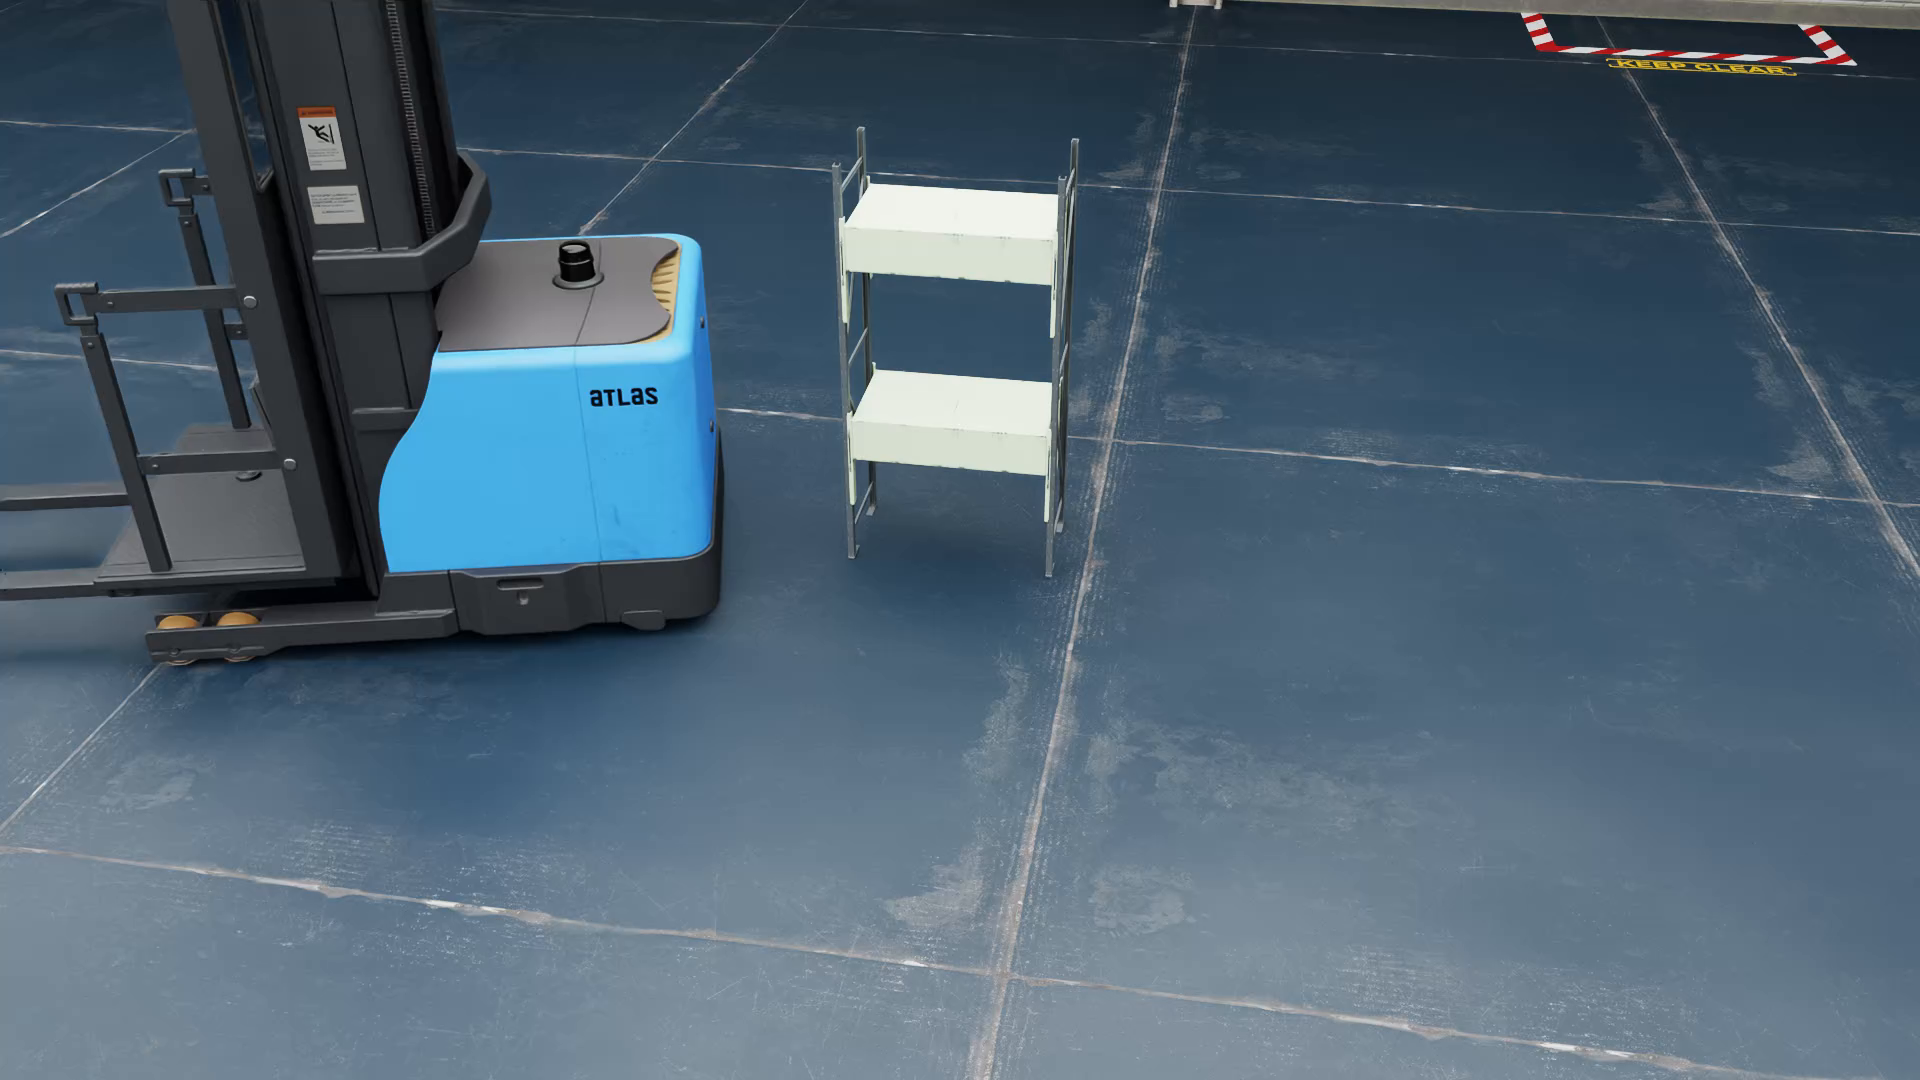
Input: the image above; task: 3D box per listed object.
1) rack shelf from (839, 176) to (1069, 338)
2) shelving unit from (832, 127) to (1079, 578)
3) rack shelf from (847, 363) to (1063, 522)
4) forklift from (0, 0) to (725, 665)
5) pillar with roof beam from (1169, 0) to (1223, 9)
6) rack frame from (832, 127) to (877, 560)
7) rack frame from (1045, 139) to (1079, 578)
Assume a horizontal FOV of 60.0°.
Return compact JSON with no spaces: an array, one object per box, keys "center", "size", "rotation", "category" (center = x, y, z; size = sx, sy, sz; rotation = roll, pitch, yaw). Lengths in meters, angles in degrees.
[{"center":[-0.007,-0.967,5.646],"size":[0.720,0.370,0.431],"rotation":[5,32,8],"category":"rack shelf"},{"center":[-0.007,-0.636,5.853],"size":[0.755,1.500,0.431],"rotation":[5,32,8],"category":"shelving unit"},{"center":[-0.007,-0.360,6.026],"size":[0.720,0.370,0.431],"rotation":[5,32,8],"category":"rack shelf"},{"center":[-2.385,-1.117,5.272],"size":[3.031,2.935,1.130],"rotation":[-3,32,-5],"category":"forklift"},{"center":[1.112,-5.736,6.932],"size":[0.400,9.000,9.100],"rotation":[5,32,8],"category":"pillar with roof beam"},{"center":[-0.367,-0.669,5.905],"size":[0.023,1.500,0.400],"rotation":[5,32,8],"category":"rack frame"},{"center":[0.354,-0.604,5.801],"size":[0.023,1.500,0.400],"rotation":[5,32,8],"category":"rack frame"}]
